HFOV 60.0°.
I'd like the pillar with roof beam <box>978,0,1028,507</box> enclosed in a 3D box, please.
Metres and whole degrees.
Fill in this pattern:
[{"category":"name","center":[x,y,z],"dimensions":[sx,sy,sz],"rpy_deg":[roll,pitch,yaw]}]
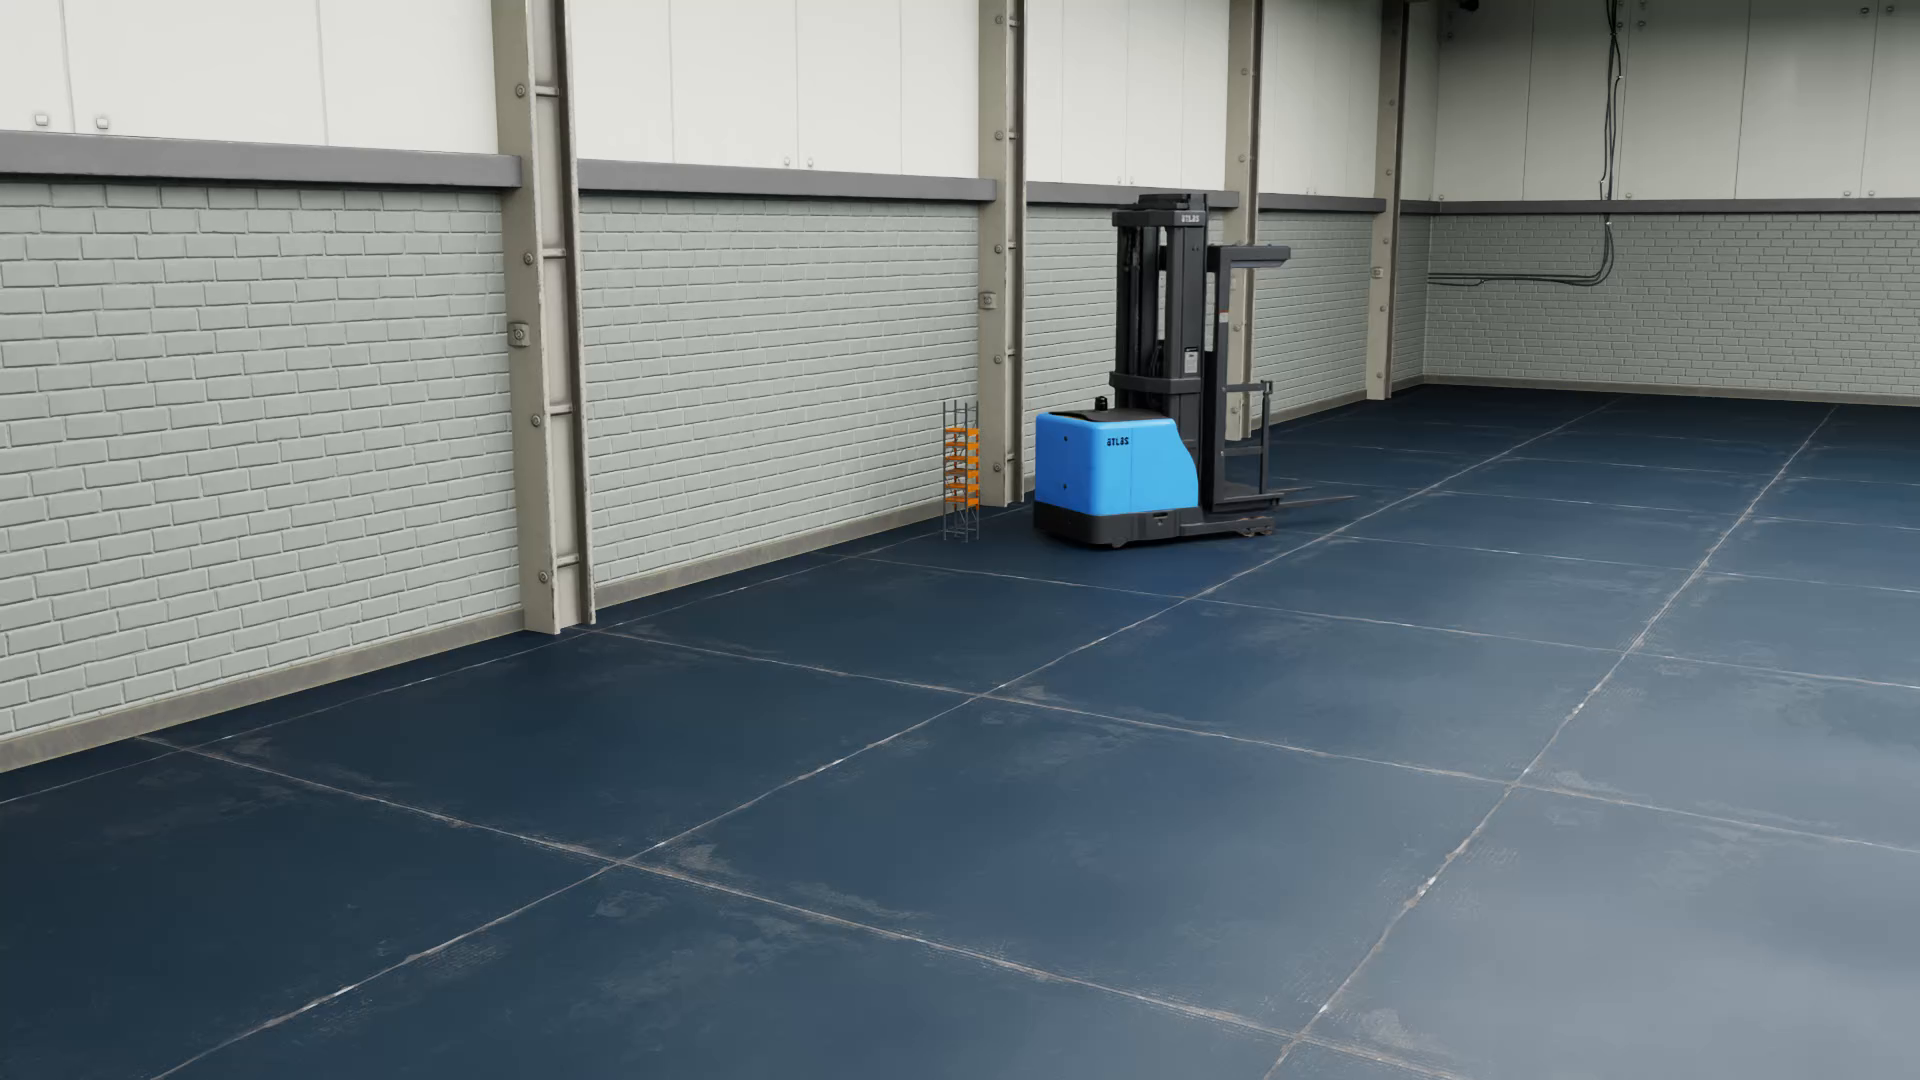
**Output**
[{"category":"pillar with roof beam","center":[4.079,-4.375,13.282],"dimensions":[9.100,9.000,0.400],"rpy_deg":[6,12,31]}]

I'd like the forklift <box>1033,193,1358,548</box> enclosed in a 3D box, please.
[{"category":"forklift","center":[2.185,-1.545,14.657],"dimensions":[3.031,2.935,1.130],"rpy_deg":[-6,12,-28]}]

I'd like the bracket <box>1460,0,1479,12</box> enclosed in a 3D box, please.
[{"category":"bracket","center":[8.379,-8.847,27.387],"dimensions":[0.235,0.232,0.430],"rpy_deg":[6,12,31]}]

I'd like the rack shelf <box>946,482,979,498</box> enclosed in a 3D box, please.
[{"category":"rack shelf","center":[0.008,-0.430,14.301],"dimensions":[0.258,0.103,0.180],"rpy_deg":[6,12,31]}]

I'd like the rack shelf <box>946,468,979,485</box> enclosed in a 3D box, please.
[{"category":"rack shelf","center":[0.008,-0.548,14.279],"dimensions":[0.258,0.103,0.180],"rpy_deg":[6,12,31]}]

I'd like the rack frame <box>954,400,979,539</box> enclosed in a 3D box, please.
[{"category":"rack frame","center":[0.055,-0.606,14.347],"dimensions":[0.240,1.200,0.006],"rpy_deg":[6,12,31]}]

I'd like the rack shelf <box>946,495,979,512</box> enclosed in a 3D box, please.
[{"category":"rack shelf","center":[0.008,-0.312,14.323],"dimensions":[0.258,0.103,0.180],"rpy_deg":[6,12,31]}]

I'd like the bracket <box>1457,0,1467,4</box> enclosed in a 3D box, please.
[{"category":"bracket","center":[8.073,-8.754,26.891],"dimensions":[0.076,0.066,3.189],"rpy_deg":[6,12,31]}]

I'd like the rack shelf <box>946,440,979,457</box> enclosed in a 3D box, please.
[{"category":"rack shelf","center":[0.008,-0.784,14.234],"dimensions":[0.258,0.103,0.180],"rpy_deg":[6,12,31]}]

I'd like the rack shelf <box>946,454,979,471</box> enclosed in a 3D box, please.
[{"category":"rack shelf","center":[0.008,-0.666,14.257],"dimensions":[0.258,0.103,0.180],"rpy_deg":[6,12,31]}]

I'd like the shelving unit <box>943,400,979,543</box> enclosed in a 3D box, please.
[{"category":"shelving unit","center":[0.008,-0.592,14.270],"dimensions":[0.258,1.200,0.189],"rpy_deg":[6,12,31]}]

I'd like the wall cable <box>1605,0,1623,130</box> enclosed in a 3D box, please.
[{"category":"wall cable","center":[11.602,-7.708,25.800],"dimensions":[3.097,2.526,0.112],"rpy_deg":[6,12,31]}]

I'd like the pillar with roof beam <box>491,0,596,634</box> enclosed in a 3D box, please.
[{"category":"pillar with roof beam","center":[0.964,-3.431,8.241],"dimensions":[9.100,9.000,0.400],"rpy_deg":[6,12,31]}]

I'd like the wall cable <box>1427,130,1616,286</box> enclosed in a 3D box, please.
[{"category":"wall cable","center":[9.290,-5.484,27.645],"dimensions":[3.097,2.526,0.112],"rpy_deg":[6,12,31]}]

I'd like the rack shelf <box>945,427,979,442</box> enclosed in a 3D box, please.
[{"category":"rack shelf","center":[0.008,-0.902,14.212],"dimensions":[0.258,0.103,0.180],"rpy_deg":[6,12,31]}]

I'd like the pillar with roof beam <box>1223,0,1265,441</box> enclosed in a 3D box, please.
[{"category":"pillar with roof beam","center":[7.194,-5.318,18.322],"dimensions":[9.100,9.000,0.400],"rpy_deg":[6,12,31]}]

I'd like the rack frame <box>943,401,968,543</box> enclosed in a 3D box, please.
[{"category":"rack frame","center":[-0.040,-0.578,14.194],"dimensions":[0.240,1.200,0.006],"rpy_deg":[6,12,31]}]

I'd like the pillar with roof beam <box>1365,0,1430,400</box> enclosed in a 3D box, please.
[{"category":"pillar with roof beam","center":[10.309,-6.262,23.363],"dimensions":[9.100,9.000,0.548],"rpy_deg":[6,12,31]}]
